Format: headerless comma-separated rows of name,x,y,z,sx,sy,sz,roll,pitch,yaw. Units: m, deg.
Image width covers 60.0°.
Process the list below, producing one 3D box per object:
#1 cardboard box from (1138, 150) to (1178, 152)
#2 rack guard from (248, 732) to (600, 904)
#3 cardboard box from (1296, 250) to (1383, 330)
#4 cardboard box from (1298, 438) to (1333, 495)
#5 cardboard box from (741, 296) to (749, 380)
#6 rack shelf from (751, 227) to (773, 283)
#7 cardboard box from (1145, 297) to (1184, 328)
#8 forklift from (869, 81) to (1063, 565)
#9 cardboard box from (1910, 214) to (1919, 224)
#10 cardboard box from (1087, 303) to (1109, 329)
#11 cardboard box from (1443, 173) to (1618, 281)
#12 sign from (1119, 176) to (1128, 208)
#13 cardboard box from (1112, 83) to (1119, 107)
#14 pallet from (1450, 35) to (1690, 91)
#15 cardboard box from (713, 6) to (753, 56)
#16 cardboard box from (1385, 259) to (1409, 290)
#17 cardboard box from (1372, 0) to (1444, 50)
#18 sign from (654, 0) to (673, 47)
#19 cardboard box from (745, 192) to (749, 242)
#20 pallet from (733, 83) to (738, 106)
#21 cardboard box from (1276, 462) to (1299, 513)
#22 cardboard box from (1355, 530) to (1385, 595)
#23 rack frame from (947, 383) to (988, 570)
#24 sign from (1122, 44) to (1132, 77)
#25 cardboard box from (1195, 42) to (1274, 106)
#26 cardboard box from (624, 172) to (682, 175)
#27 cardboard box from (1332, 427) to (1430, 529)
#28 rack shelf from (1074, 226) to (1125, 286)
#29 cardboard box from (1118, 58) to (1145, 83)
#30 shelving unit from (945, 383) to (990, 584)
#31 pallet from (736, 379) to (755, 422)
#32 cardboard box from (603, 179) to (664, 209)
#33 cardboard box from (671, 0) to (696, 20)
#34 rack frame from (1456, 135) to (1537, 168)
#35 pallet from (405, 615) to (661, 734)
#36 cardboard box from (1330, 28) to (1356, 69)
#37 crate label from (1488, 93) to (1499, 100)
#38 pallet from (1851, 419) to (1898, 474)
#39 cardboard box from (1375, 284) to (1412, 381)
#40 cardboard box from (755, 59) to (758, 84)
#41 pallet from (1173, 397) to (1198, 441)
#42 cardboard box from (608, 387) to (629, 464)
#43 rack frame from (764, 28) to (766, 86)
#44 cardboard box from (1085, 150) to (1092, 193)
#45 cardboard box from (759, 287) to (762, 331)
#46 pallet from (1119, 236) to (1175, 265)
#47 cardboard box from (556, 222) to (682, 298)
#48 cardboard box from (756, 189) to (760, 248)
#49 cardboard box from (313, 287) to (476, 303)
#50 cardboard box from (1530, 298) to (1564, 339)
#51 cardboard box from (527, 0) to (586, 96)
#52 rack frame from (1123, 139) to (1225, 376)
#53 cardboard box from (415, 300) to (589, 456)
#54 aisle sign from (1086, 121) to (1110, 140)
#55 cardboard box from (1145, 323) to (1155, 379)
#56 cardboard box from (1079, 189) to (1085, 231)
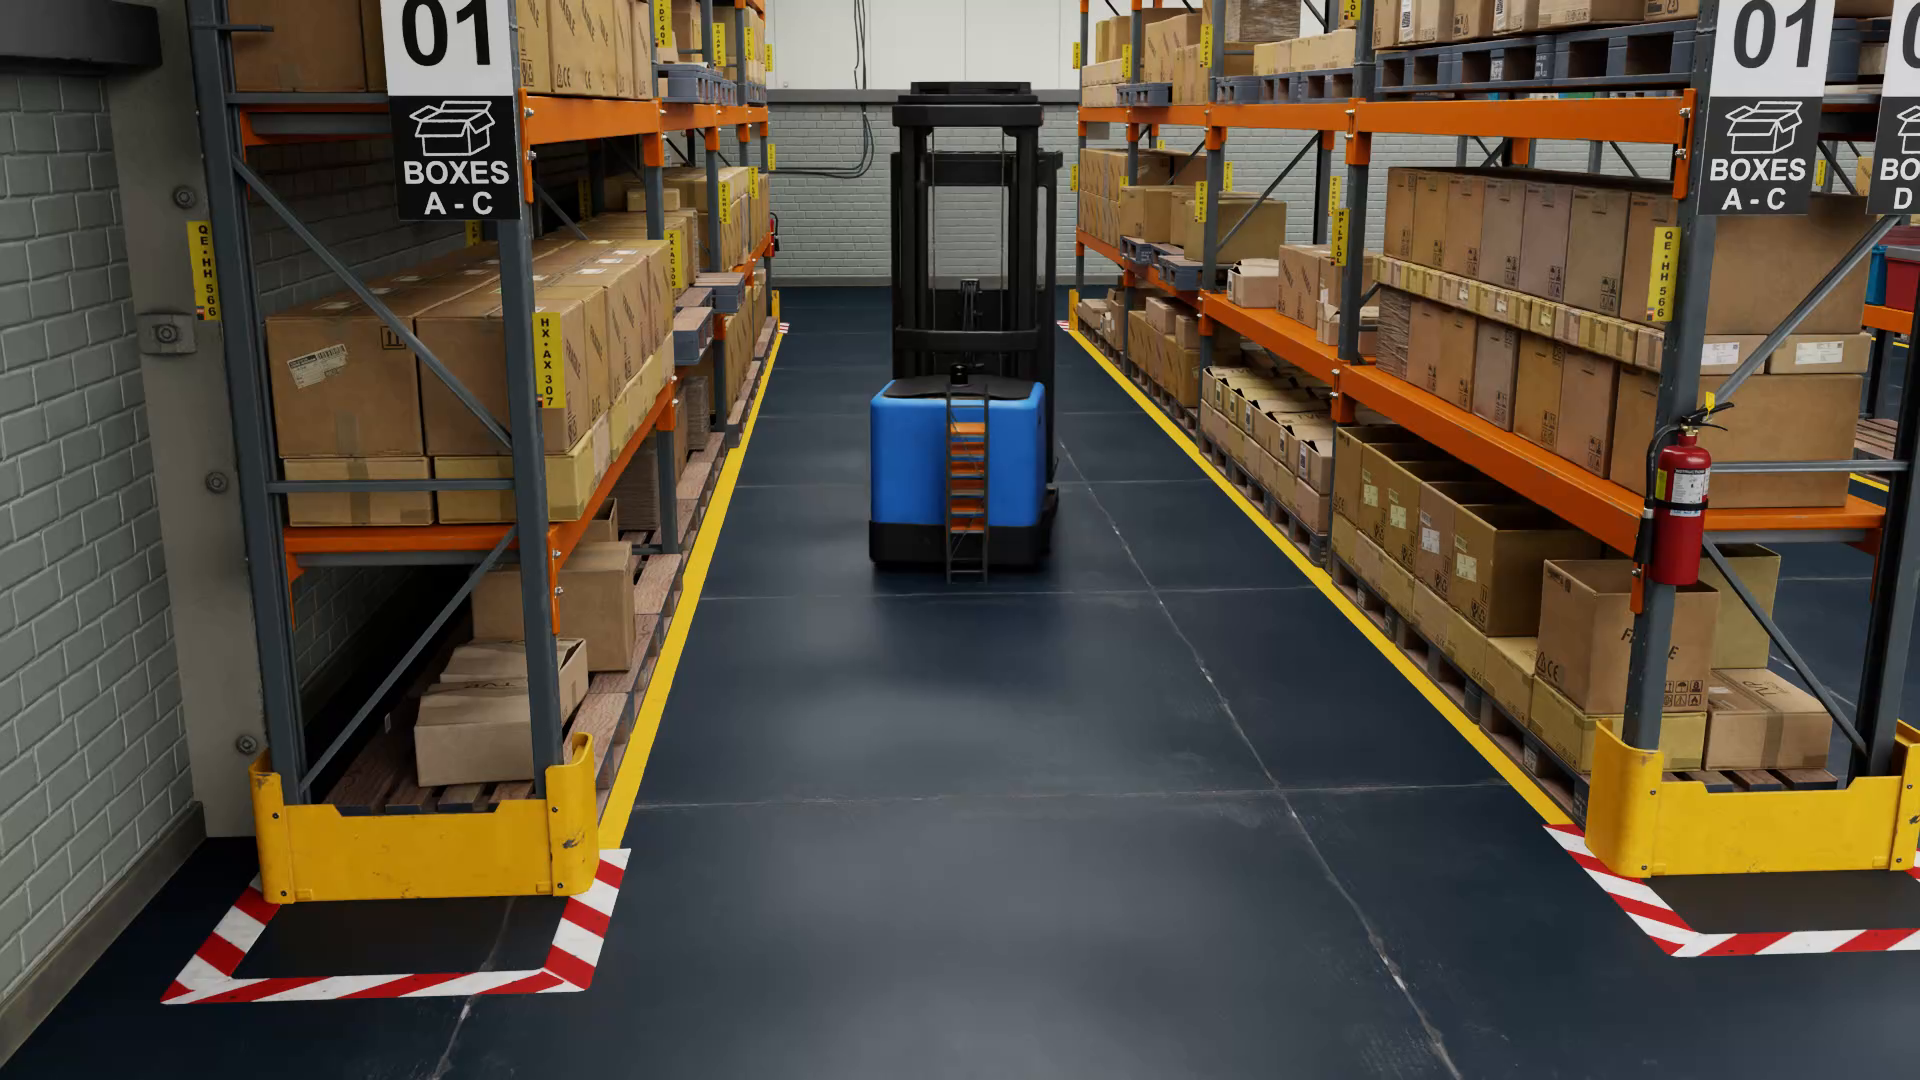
cardboard box,2.387,-4.409,19.935,0.500,0.500,0.500,0,14,-2
rack guard,-1.942,1.011,6.094,1.175,0.500,0.348,-1,14,-3
cardboard box,2.664,-1.748,11.600,0.500,0.500,0.500,-1,14,-3
cardboard box,2.448,-0.492,10.471,0.500,0.311,0.500,-1,14,-3
cardboard box,-2.452,-1.947,16.044,0.750,0.750,0.750,0,14,-2
rack shelf,-2.804,-3.314,19.331,1.077,0.370,4.000,-1,14,-3
cardboard box,2.112,-2.235,16.323,0.500,0.250,0.500,-1,14,-3
forklift,0.119,-1.584,11.299,1.130,2.935,3.031,2,15,6
cardboard box,11.767,-3.953,20.075,0.500,0.250,0.500,-1,14,-5
cardboard box,1.828,-2.730,20.254,0.500,0.250,0.500,-1,14,-3
cardboard box,2.856,-1.569,8.301,0.700,0.500,0.500,-1,14,-3
sign,1.722,-3.651,17.461,0.100,0.325,0.005,-1,14,-3
cardboard box,1.947,-4.864,18.192,0.500,0.250,0.500,-1,14,-3
pallet,2.910,-2.148,7.514,1.003,0.211,1.213,-1,14,-3
cardboard box,-2.445,-5.342,17.501,0.500,0.500,0.500,-1,14,-4
cardboard box,2.598,-1.483,9.269,0.380,0.149,0.250,-1,14,-3
cardboard box,2.527,-2.896,8.917,0.500,0.500,0.500,0,14,1
sign,-1.644,-2.889,9.177,0.100,0.325,0.005,-1,14,-3
cardboard box,-2.400,-3.256,16.825,0.500,0.500,0.500,-1,14,-4
pallet,-2.574,-4.298,16.075,0.805,0.209,1.217,-1,15,-6
cardboard box,2.414,-0.349,11.039,0.500,0.250,0.500,-1,14,-4
cardboard box,2.511,0.120,9.216,0.500,0.250,0.500,-1,14,-3
rack frame,0.041,-0.361,9.938,0.240,1.200,0.006,0,23,-1
sign,1.722,-4.935,17.131,0.100,0.325,0.005,-1,14,-3
cardboard box,2.451,-3.857,13.776,0.910,0.500,0.500,-1,14,-3
cardboard box,-2.809,-3.228,15.208,0.500,0.250,0.500,-1,14,-5
cardboard box,2.475,-0.368,9.606,0.500,0.500,0.500,-1,14,-3
rack shelf,2.140,-3.391,19.632,1.077,0.370,4.000,-1,14,-3
cardboard box,1.962,-4.981,17.645,0.500,0.250,0.500,-1,14,-3
shelving unit,0.043,-0.326,9.854,0.258,1.200,0.189,0,23,-1
pallet,-2.479,-1.320,15.732,1.003,0.211,1.213,-1,14,-3
cardboard box,-2.720,-2.844,13.719,0.500,0.250,0.500,0,14,-2
cardboard box,-2.708,-4.884,15.382,0.500,0.250,0.500,-1,14,-5
rack frame,6.960,-4.313,21.769,1.000,3.000,0.127,-1,14,-3
pallet,-2.029,0.646,8.093,1.003,0.211,1.213,-1,14,-3
cardboard box,2.694,-3.126,10.595,0.500,0.250,0.500,-2,15,-9
crate label,6.694,-5.459,20.502,0.408,0.251,0.502,-1,14,-3
pallet,7.465,-0.779,13.632,1.003,0.211,1.213,-1,14,-3
cardboard box,2.793,-1.191,9.435,0.700,0.500,0.500,-1,14,-5
cardboard box,-2.517,-5.227,18.561,0.500,0.250,0.500,-1,14,-5
pallet,2.503,-1.083,14.814,1.003,0.211,1.213,-1,14,-3
cardboard box,-1.722,-0.500,7.209,0.500,0.250,0.500,-1,14,-4
rack frame,-2.928,-7.065,20.427,1.000,3.000,0.127,-1,14,-3
cardboard box,1.820,-4.526,20.388,0.500,0.500,0.500,-1,14,-3
cardboard box,-2.722,-2.731,19.793,0.700,0.500,0.500,-1,14,-5
pallet,2.204,-2.949,16.854,1.003,0.211,1.213,-1,14,-3
cardboard box,-2.282,-1.866,11.177,0.700,0.500,0.500,1,14,4
cardboard box,-2.738,-3.627,18.502,0.980,0.700,0.700,-1,14,-5
cardboard box,-2.200,-0.720,6.562,0.500,0.500,0.500,-1,14,-3
cardboard box,2.729,-0.969,7.271,0.380,0.149,0.250,0,14,-2
cardboard box,-1.706,-1.913,6.180,0.500,0.500,0.500,0,14,0
rack frame,2.263,-3.242,17.609,1.000,3.000,0.127,-1,14,-3
cardboard box,-1.667,-0.604,6.111,0.500,0.500,0.500,-1,14,-3
aisle sign,1.718,-5.509,21.200,0.394,0.787,0.004,-1,14,-3
cardboard box,2.118,-1.864,16.385,0.500,0.500,0.500,-1,14,-3
cardboard box,1.780,-4.171,21.018,0.500,0.500,0.500,-1,14,-2
